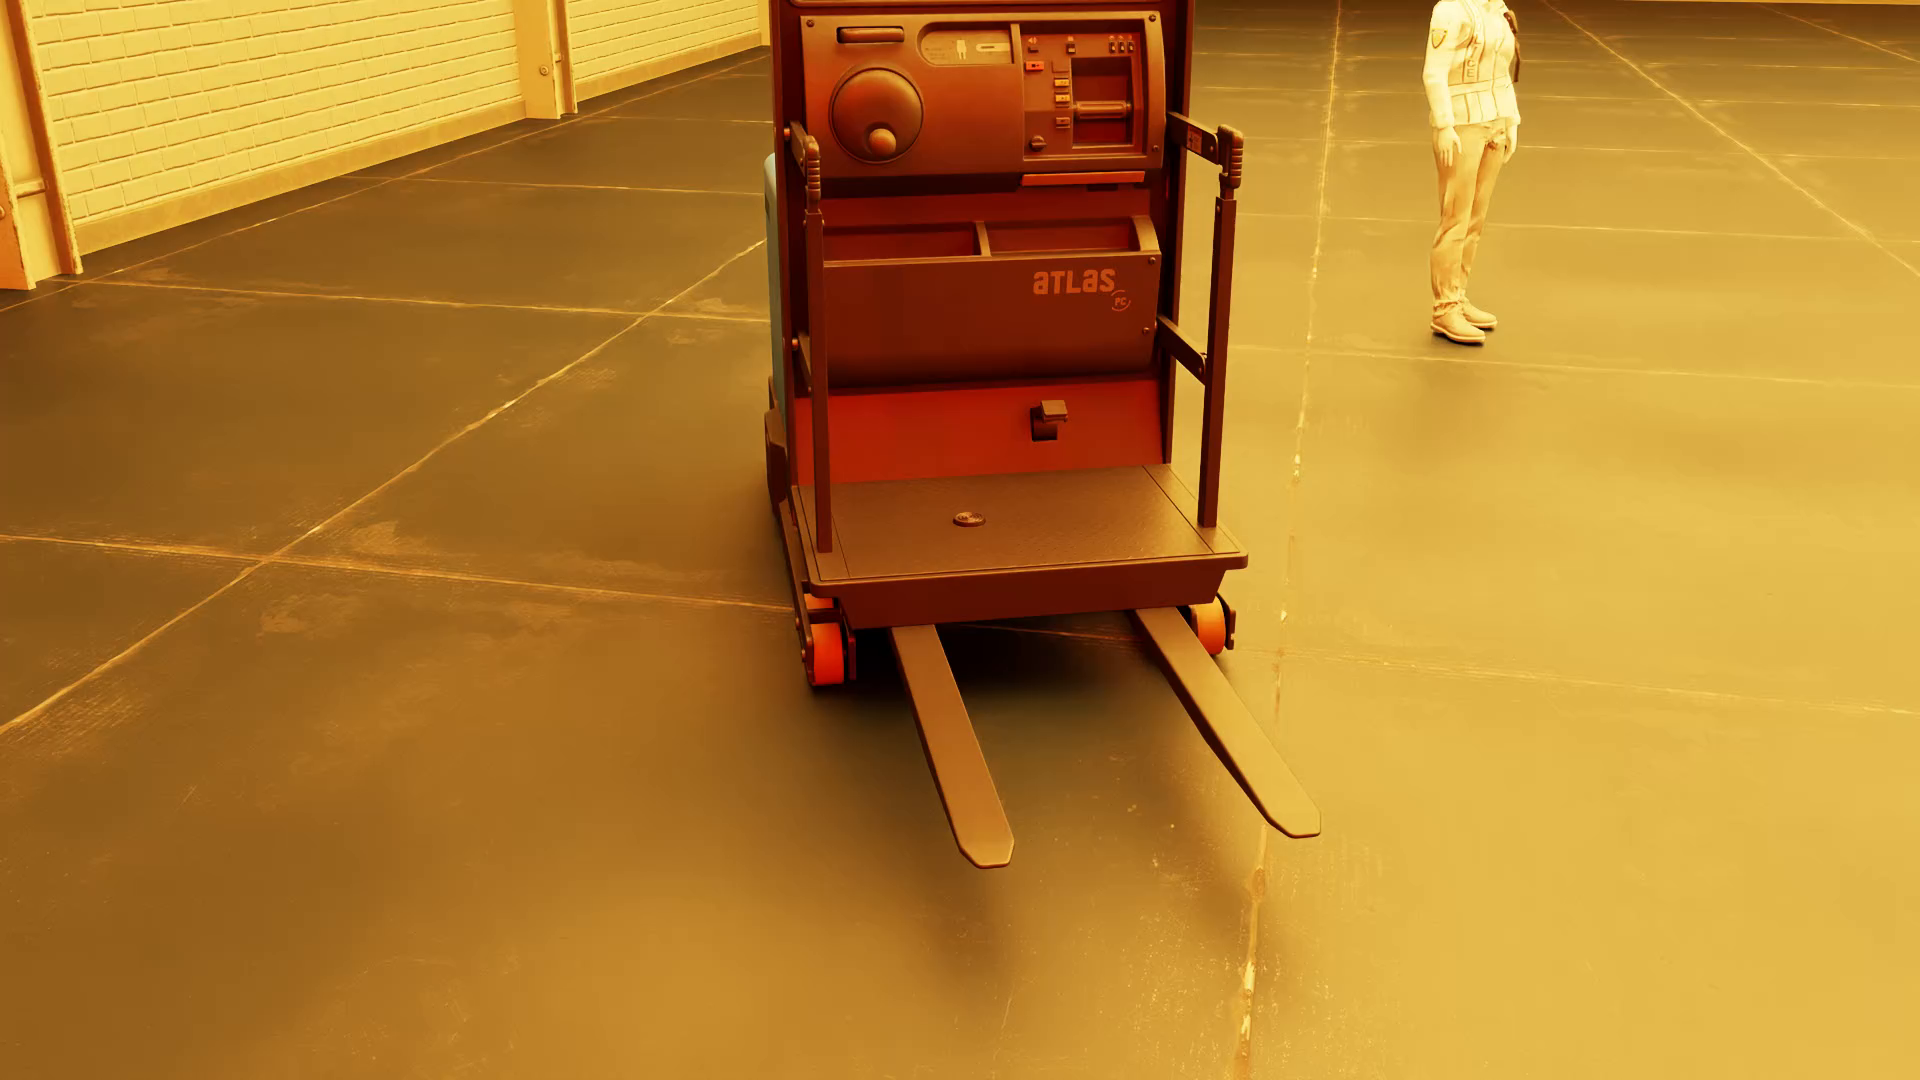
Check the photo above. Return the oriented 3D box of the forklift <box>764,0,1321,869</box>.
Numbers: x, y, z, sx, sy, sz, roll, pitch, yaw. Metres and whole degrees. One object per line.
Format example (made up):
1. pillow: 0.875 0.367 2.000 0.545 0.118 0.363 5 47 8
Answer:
1. forklift: 0.104 -1.131 4.040 1.130 2.935 3.031 -4 22 -9

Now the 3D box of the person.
1. person: 2.272 -1.767 7.217 0.587 1.697 0.535 -18 28 -37
